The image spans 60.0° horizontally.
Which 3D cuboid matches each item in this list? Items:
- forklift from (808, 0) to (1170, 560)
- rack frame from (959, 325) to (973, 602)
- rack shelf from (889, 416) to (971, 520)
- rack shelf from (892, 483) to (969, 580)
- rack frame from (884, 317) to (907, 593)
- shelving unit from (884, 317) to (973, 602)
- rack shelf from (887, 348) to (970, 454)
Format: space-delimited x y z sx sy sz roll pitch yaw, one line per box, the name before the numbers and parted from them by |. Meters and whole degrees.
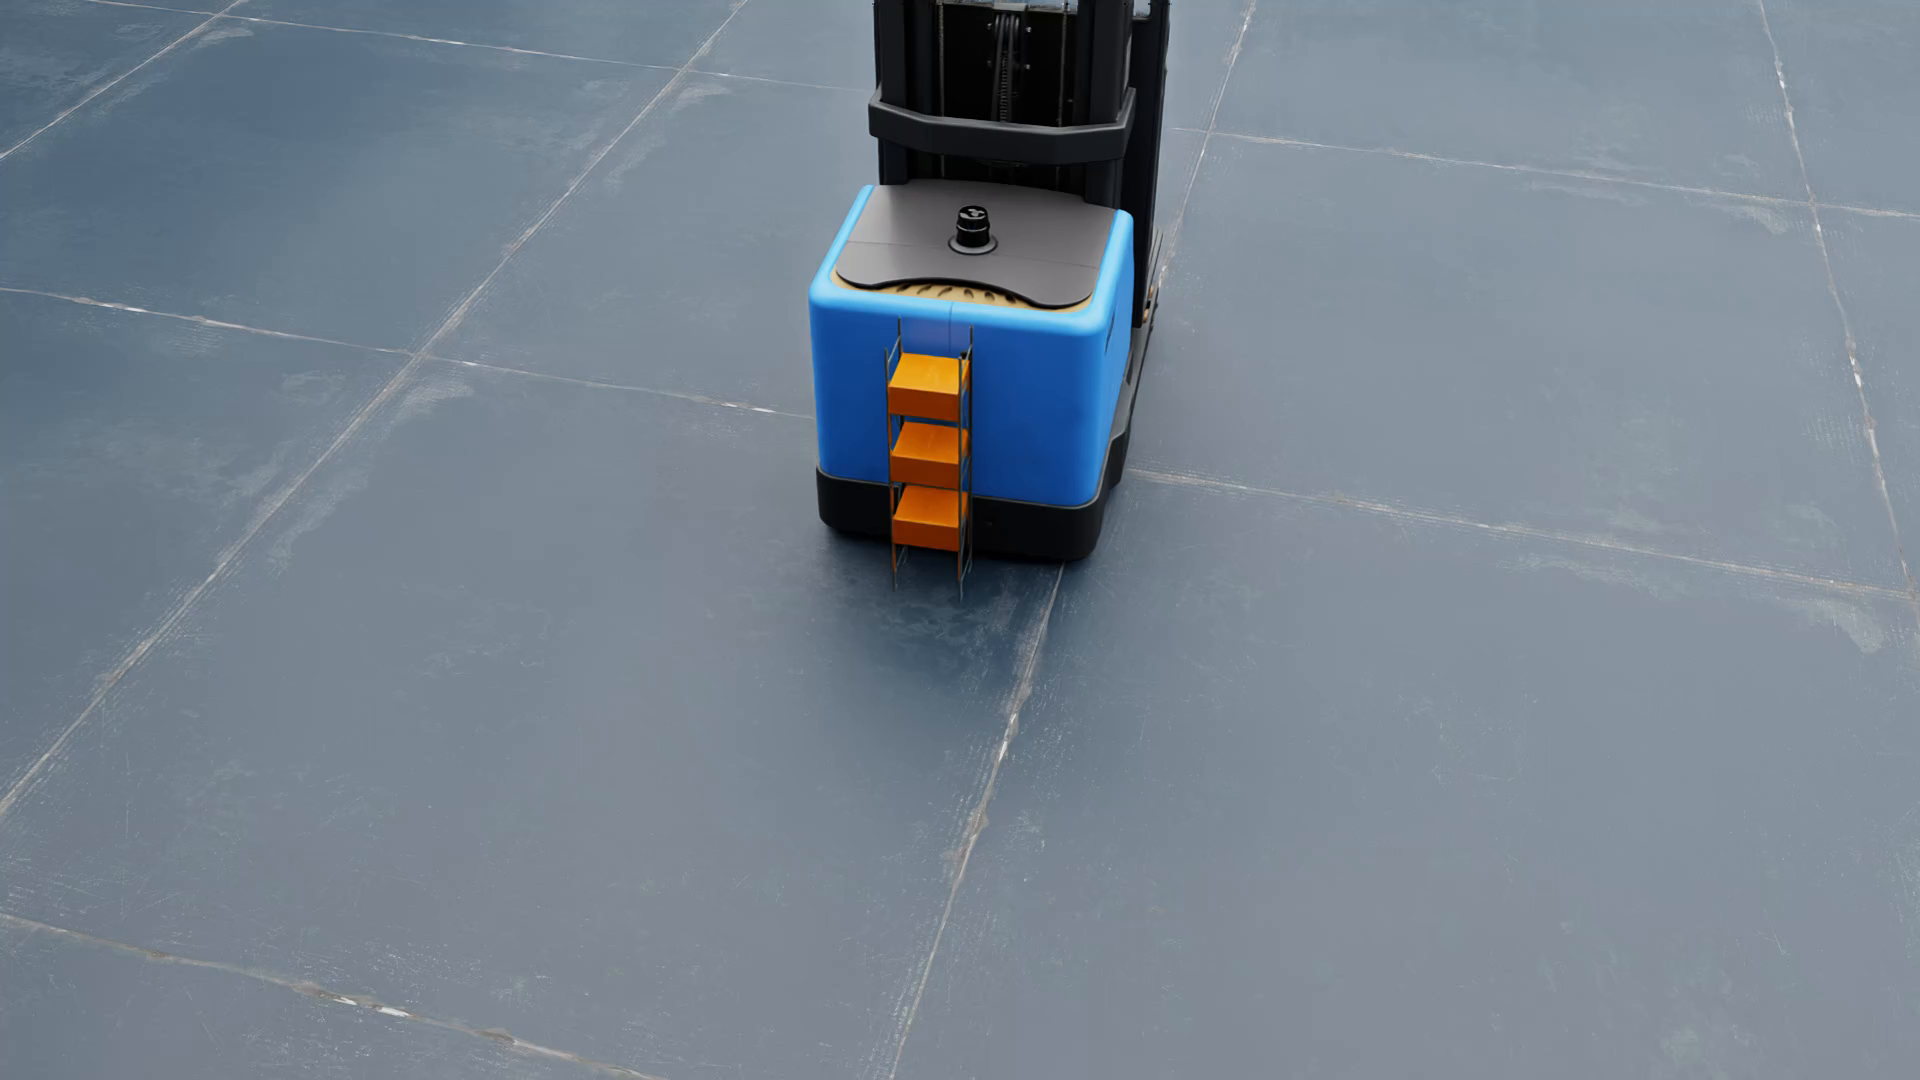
forklift | 0.271 -2.004 6.357 1.130 2.935 3.031 8 41 9
rack frame | 0.020 -0.241 5.720 0.008 1.050 0.200 8 41 9
rack shelf | -0.100 -0.249 5.746 0.240 0.259 0.215 8 41 9
rack shelf | -0.100 -0.036 5.925 0.240 0.259 0.215 8 41 9
rack frame | -0.219 -0.273 5.758 0.008 1.050 0.200 8 41 9
shelving unit | -0.100 -0.257 5.739 0.252 1.050 0.215 8 41 9
rack shelf | -0.100 -0.466 5.563 0.240 0.259 0.215 8 41 9
